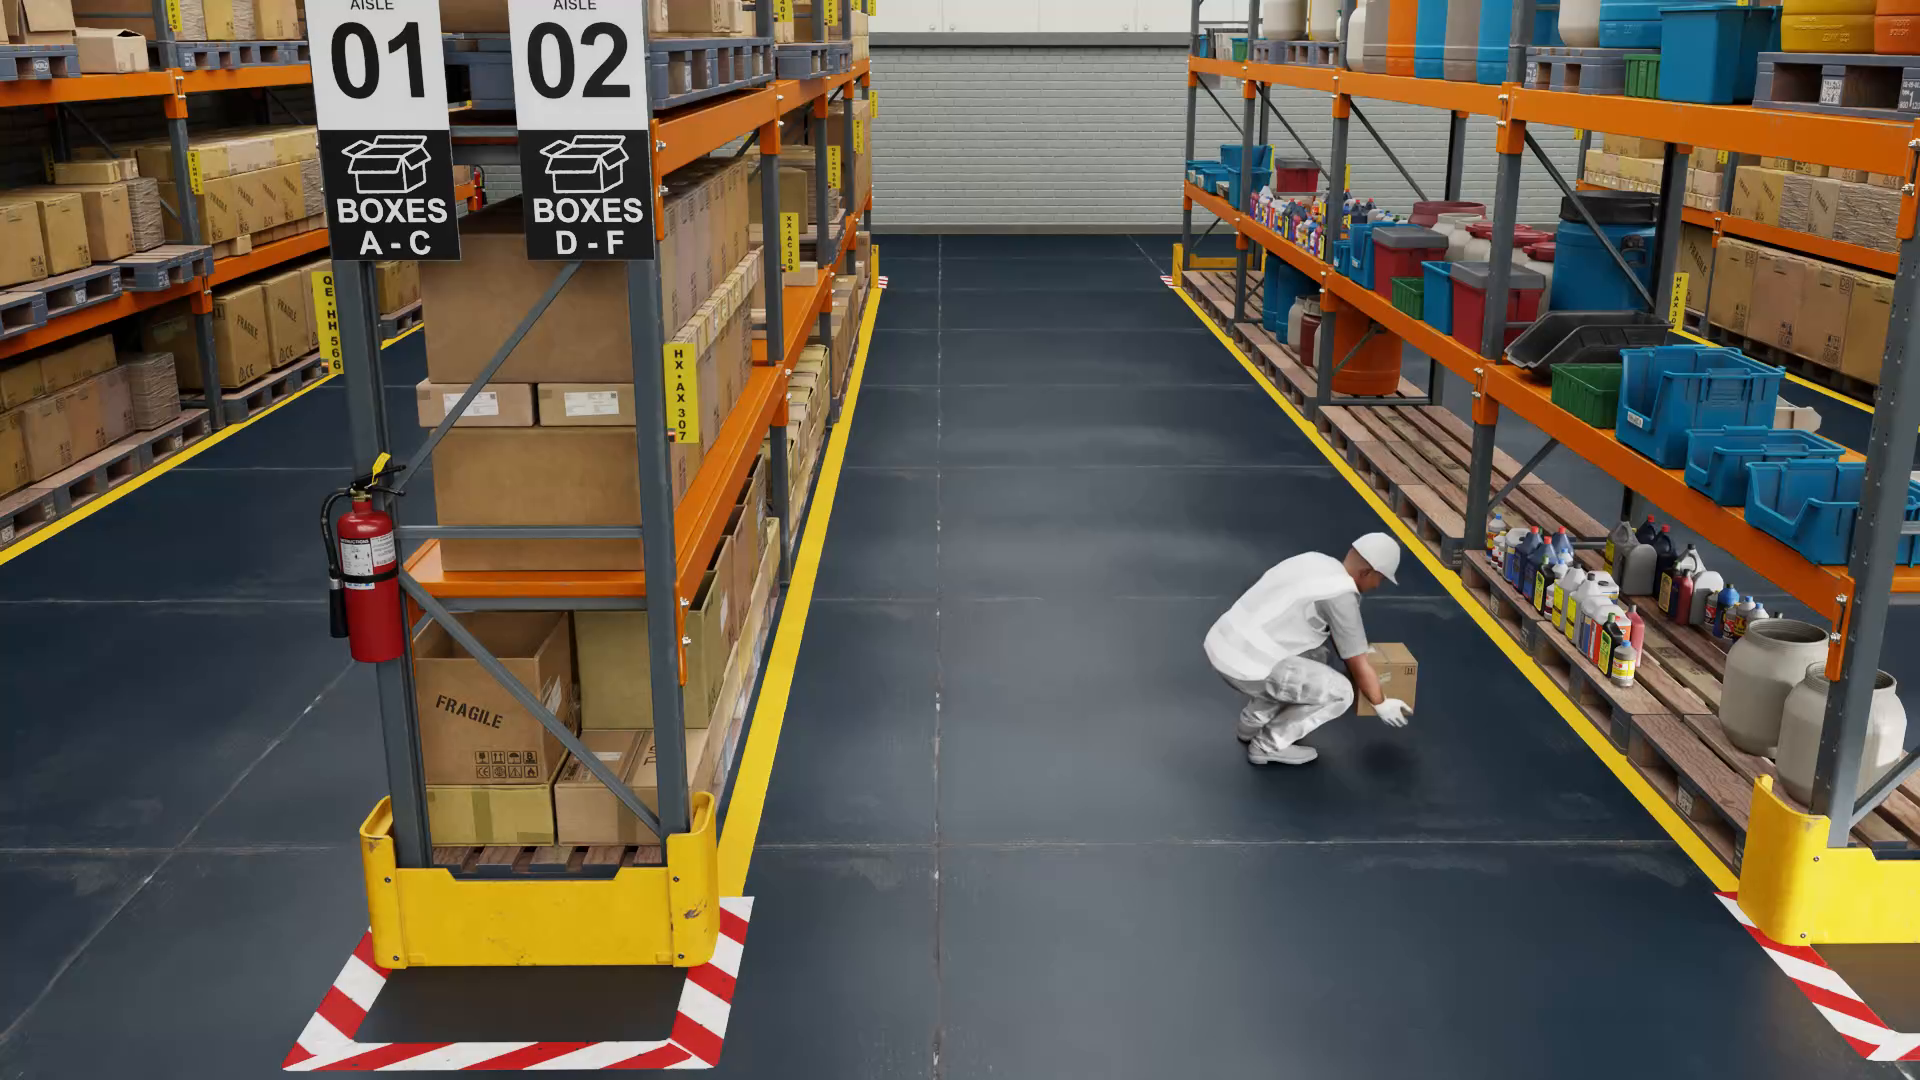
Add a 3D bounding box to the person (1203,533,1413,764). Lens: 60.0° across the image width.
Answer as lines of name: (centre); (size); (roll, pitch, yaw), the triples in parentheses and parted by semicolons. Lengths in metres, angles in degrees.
person: (1.538, 0.458, 7.375); (0.897, 0.993, 0.578); (0, 17, -1)
